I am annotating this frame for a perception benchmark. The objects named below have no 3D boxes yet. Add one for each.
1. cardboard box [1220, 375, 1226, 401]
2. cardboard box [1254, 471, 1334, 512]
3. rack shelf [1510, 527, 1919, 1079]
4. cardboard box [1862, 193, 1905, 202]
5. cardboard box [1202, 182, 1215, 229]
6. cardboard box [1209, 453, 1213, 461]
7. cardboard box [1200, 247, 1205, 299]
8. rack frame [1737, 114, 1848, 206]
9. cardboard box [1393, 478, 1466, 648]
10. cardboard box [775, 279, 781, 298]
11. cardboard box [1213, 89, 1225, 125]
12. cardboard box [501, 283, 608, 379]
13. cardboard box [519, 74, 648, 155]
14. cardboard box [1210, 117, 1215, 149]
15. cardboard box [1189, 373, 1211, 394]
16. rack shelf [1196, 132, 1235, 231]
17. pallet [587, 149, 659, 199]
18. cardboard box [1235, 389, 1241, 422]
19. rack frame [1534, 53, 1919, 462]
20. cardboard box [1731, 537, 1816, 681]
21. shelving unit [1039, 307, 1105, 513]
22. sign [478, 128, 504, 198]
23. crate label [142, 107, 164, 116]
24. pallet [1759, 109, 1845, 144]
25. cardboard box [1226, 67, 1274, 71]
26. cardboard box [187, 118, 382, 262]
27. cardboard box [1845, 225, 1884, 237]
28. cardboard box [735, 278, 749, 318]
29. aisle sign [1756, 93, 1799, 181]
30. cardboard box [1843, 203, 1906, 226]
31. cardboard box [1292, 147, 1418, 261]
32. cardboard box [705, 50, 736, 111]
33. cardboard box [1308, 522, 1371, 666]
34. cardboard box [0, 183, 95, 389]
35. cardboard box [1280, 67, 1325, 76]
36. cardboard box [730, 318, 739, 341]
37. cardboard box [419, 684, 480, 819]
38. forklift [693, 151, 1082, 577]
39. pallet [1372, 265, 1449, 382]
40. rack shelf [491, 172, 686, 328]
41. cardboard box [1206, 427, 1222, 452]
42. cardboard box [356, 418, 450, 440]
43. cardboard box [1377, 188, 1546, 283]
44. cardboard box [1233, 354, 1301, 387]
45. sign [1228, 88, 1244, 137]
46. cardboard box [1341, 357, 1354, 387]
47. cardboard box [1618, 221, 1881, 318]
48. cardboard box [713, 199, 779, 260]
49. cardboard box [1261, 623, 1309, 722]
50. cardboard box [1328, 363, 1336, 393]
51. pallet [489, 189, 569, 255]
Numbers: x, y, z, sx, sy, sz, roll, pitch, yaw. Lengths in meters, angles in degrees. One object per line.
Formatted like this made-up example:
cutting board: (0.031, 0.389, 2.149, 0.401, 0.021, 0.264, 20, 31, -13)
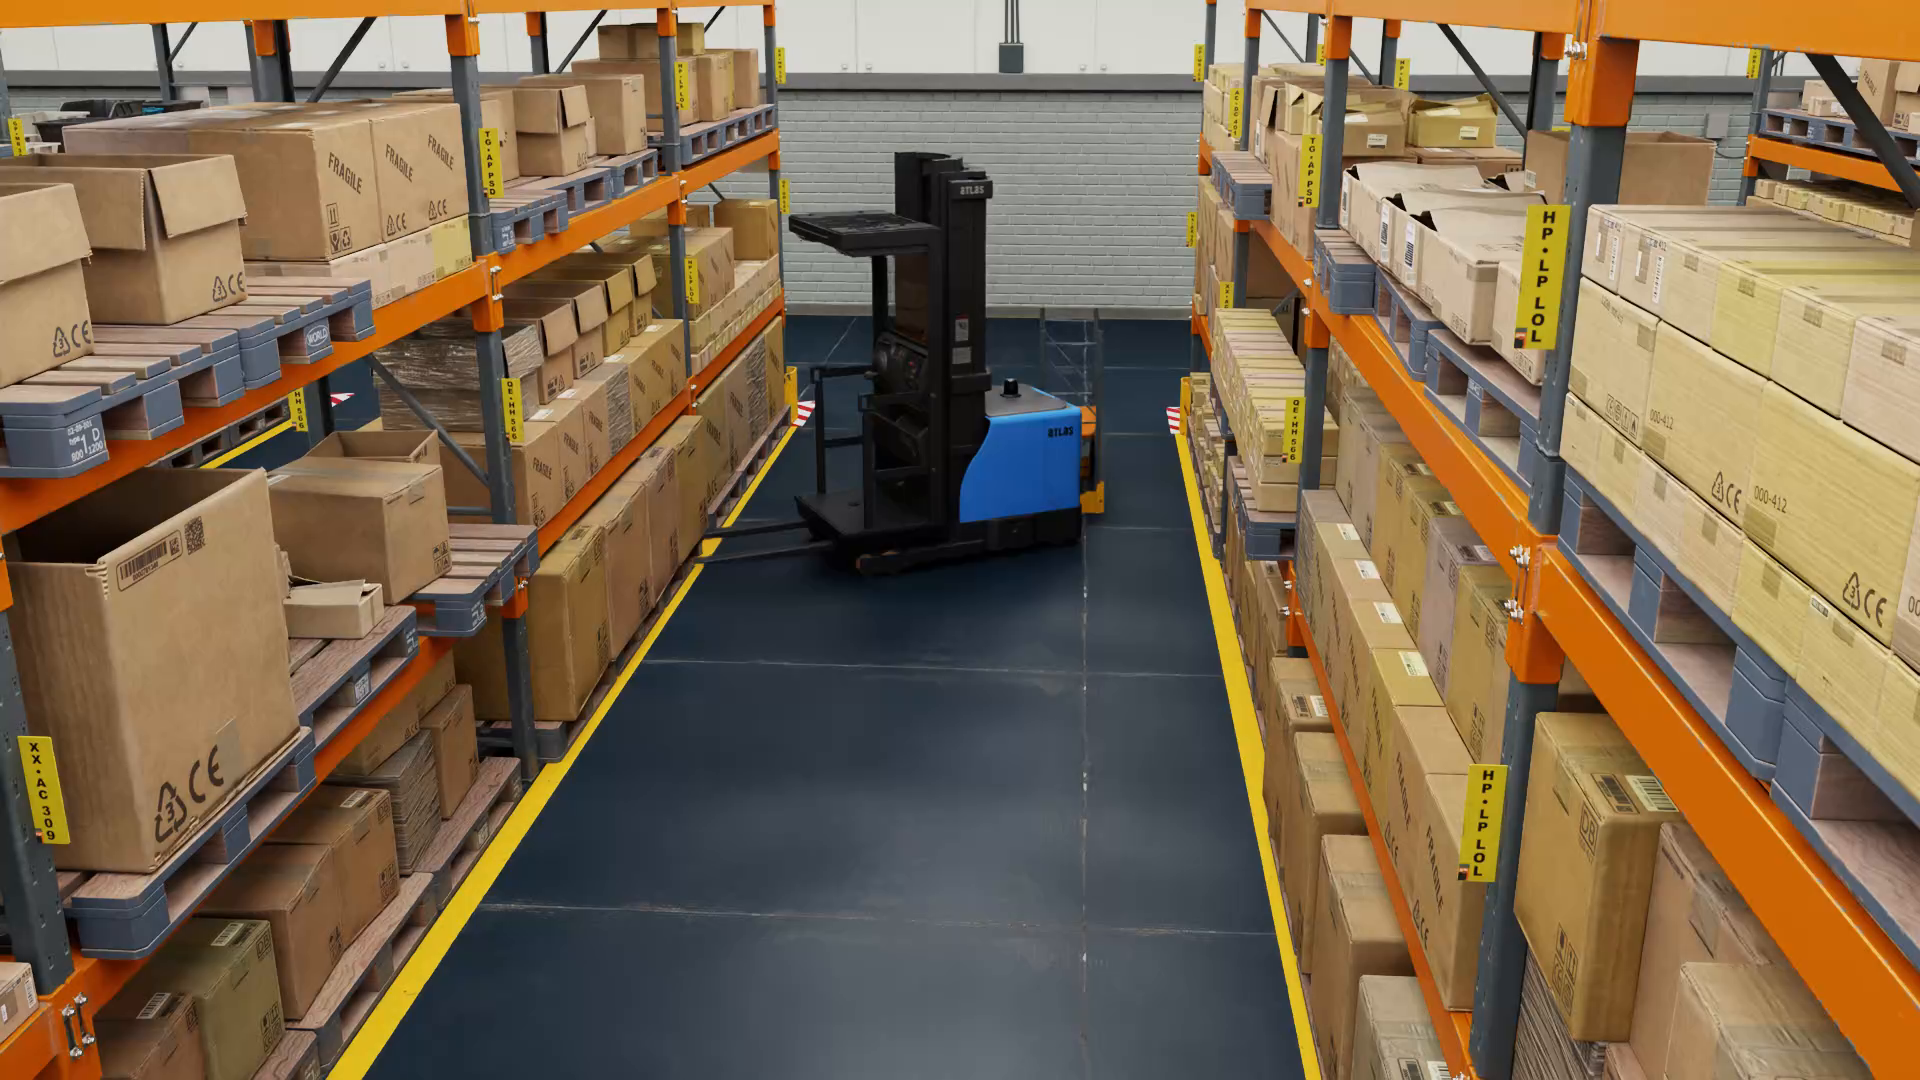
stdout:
cardboard box: (1.893, -0.974, 10.808, 0.380, 0.149, 0.250, 1, 18, 4)
cardboard box: (1.725, -0.249, 8.595, 0.380, 0.149, 0.250, 2, 18, 5)
rack shelf: (1.718, 0.774, 2.080, 1.077, 0.370, 4.000, 1, 18, 4)
cardboard box: (7.763, -2.808, 13.866, 0.380, 0.149, 0.250, 1, 18, 3)
cardboard box: (2.395, -2.864, 14.601, 0.500, 0.500, 0.500, 2, 18, 6)
cardboard box: (2.283, -0.623, 13.911, 0.380, 0.149, 0.250, 2, 18, 5)
cardboard box: (2.401, -2.379, 14.727, 0.500, 0.500, 0.500, 1, 18, 4)
rack frame: (7.666, -2.411, 15.464, 1.000, 3.000, 0.127, 1, 18, 4)
cardboard box: (2.000, 0.086, 6.076, 0.700, 0.500, 0.500, 1, 18, 3)
cardboard box: (-1.916, -2.395, 15.818, 0.380, 0.149, 0.250, 2, 18, 5)
cardboard box: (2.312, -3.475, 13.333, 0.500, 0.250, 0.500, 1, 18, 2)
cardboard box: (-2.632, -1.309, 10.330, 0.797, 0.503, 0.637, 2, 18, 6)
cardboard box: (-2.537, -2.882, 11.249, 0.700, 0.500, 0.500, 2, 18, 5)
cardboard box: (2.368, -3.387, 13.865, 0.500, 0.250, 0.500, 1, 18, 2)
cardboard box: (2.345, -1.462, 15.517, 0.380, 0.149, 0.250, 0, 18, 1)
rack shelf: (2.578, -2.952, 13.454, 1.077, 0.370, 4.000, 1, 18, 4)
pallet: (-2.522, -2.438, 11.038, 0.805, 0.209, 1.217, 1, 18, 2)
cardboard box: (1.820, -0.791, 9.772, 0.380, 0.149, 0.250, 2, 18, 5)
rack frame: (1.861, -1.614, 3.397, 1.000, 3.000, 0.127, 1, 18, 4)
cardboard box: (1.425, 0.105, 2.536, 0.380, 0.149, 0.250, 1, 18, 3)
shelving unit: (0.906, -1.104, 13.883, 0.587, 1.500, 1.083, 1, 18, 2)
sign: (-2.251, -1.806, 7.969, 0.100, 0.325, 0.005, 1, 18, 4)
crate label: (-7.547, -3.818, 15.180, 0.408, 0.251, 0.502, 1, 18, 4)
pallet: (7.623, -3.564, 14.306, 1.003, 0.211, 1.213, 1, 18, 4)
cardboard box: (2.411, -3.856, 13.855, 0.380, 0.149, 0.250, 2, 18, 5)
cardboard box: (-2.653, -1.391, 6.571, 0.500, 0.500, 0.500, 2, 18, 5)
cardboard box: (7.209, -2.160, 12.930, 0.500, 0.500, 0.500, 2, 18, 5)
cardboard box: (-2.095, -2.068, 14.181, 0.500, 0.250, 0.500, 1, 18, 4)
aisle sign: (7.382, -3.675, 15.147, 0.394, 0.787, 0.004, 1, 18, 4)
cardboard box: (7.241, -2.575, 13.155, 0.380, 0.149, 0.250, 1, 18, 4)
cardboard box: (1.935, -1.661, 8.198, 0.500, 0.500, 0.500, 1, 18, 4)
cardboard box: (-2.363, -4.017, 14.553, 0.700, 0.500, 0.500, 1, 18, 2)
cardboard box: (1.813, 0.238, 7.217, 0.500, 0.500, 0.500, 1, 18, 3)
cardboard box: (-2.946, -0.723, 4.655, 0.797, 0.503, 0.637, 0, 18, 1)
cardboard box: (2.868, -3.845, 13.822, 0.380, 0.149, 0.250, 1, 18, 3)
cardboard box: (-2.060, -1.757, 13.873, 0.380, 0.149, 0.250, 1, 18, 5)
cardboard box: (-2.820, 1.040, 8.240, 0.700, 0.500, 0.500, 0, 18, 1)
forklift: (-0.625, -1.308, 12.208, 3.031, 2.935, 1.130, -8, 20, -23)
pallet: (2.078, -0.793, 6.011, 1.003, 0.211, 1.213, 2, 18, 6)
rack shelf: (-2.649, -1.852, 10.097, 1.077, 0.370, 4.000, 1, 18, 4)
cardboard box: (2.214, -0.814, 13.539, 0.380, 0.149, 0.250, 0, 18, 1)
cardboard box: (-3.004, -0.354, 9.025, 0.500, 0.500, 0.500, 2, 18, 6)
cardboard box: (1.804, -1.101, 5.955, 0.500, 0.311, 0.500, 1, 18, 3)
cardboard box: (1.840, -1.013, 9.971, 0.380, 0.149, 0.250, 2, 18, 6)
sign: (1.893, -2.929, 11.396, 0.100, 0.325, 0.005, 1, 18, 4)
cardboard box: (2.489, -0.993, 9.910, 0.380, 0.149, 0.250, 1, 18, 3)
cardboard box: (1.479, -0.510, 3.134, 0.380, 0.149, 0.250, 1, 18, 3)
cardboard box: (-1.991, -2.901, 15.519, 0.500, 0.500, 0.500, 2, 18, 5)
cardboard box: (1.934, 0.773, 9.088, 0.500, 0.500, 0.500, 1, 18, 4)
cardboard box: (2.530, -1.017, 10.460, 0.380, 0.149, 0.250, 0, 18, 1)
pallet: (-2.799, -1.684, 8.732, 1.213, 0.211, 1.003, 2, 18, 6)
